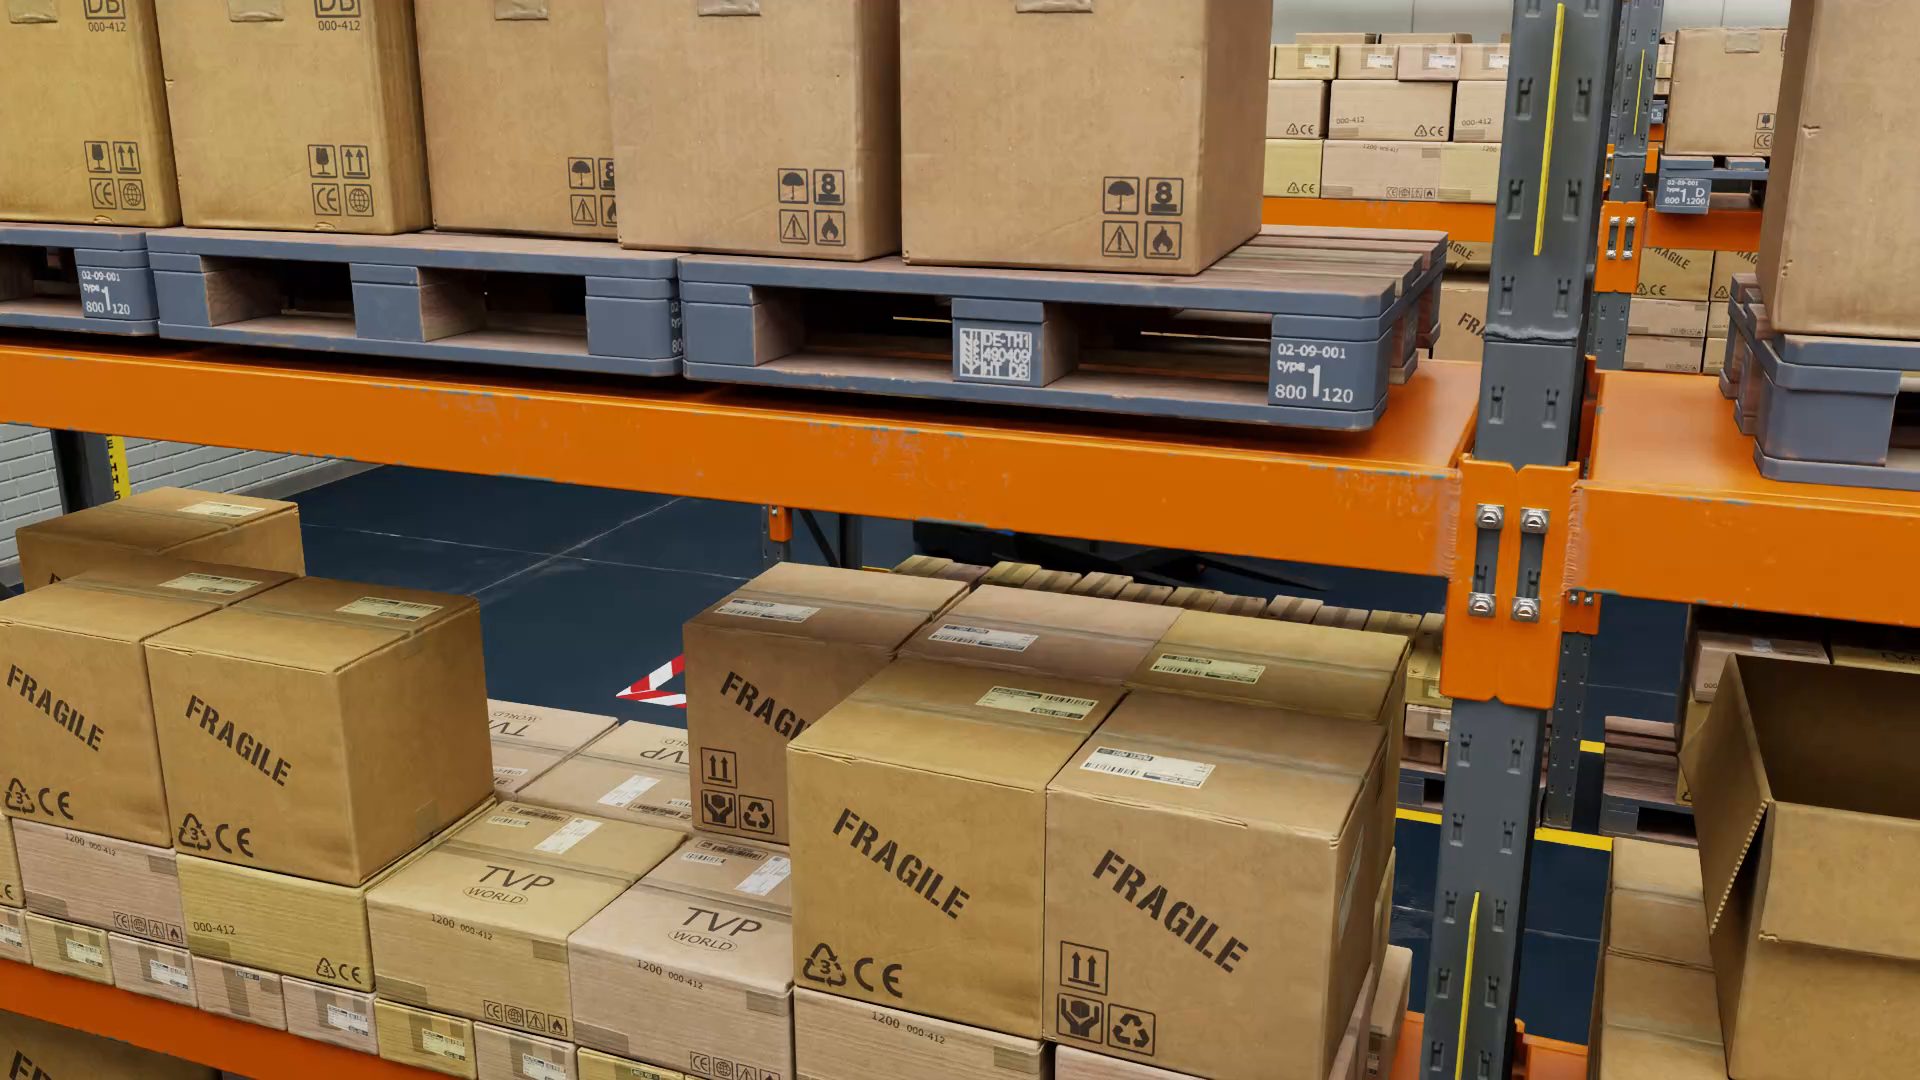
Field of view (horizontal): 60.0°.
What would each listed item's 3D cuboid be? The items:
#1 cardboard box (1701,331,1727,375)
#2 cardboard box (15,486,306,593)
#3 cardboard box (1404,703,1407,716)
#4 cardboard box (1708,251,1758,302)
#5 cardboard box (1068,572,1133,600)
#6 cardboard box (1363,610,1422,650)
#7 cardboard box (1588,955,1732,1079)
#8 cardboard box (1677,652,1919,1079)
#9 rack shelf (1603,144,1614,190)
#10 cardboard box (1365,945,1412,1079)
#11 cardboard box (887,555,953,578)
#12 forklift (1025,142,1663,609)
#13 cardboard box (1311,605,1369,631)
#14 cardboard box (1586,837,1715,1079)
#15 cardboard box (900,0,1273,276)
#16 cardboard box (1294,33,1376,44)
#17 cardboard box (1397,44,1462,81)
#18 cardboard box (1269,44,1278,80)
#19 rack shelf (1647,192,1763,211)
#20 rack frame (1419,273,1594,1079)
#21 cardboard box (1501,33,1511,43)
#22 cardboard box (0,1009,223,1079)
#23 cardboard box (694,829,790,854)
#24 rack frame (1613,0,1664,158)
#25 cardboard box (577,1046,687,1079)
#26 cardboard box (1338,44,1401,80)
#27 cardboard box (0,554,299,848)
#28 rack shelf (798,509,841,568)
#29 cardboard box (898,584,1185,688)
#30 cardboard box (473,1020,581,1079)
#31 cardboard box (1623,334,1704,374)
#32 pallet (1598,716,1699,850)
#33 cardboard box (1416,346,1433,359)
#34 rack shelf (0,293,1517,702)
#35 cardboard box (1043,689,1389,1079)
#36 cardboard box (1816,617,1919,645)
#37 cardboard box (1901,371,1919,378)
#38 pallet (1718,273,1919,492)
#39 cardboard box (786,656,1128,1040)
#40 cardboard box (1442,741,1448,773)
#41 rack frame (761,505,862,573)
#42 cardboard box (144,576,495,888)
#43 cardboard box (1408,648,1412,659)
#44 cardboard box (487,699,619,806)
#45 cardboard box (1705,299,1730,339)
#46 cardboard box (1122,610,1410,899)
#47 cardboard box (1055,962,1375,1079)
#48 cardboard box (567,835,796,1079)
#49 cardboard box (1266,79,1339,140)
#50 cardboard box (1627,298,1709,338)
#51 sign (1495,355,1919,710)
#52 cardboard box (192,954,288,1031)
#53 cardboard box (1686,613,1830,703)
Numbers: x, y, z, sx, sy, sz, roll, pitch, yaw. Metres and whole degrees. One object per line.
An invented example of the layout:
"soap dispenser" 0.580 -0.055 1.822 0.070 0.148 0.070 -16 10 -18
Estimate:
"cardboard box" 5.428 -1.301 11.544 0.500 0.250 0.500 6 17 19
"cardboard box" -2.174 0.173 4.589 0.500 0.500 0.500 7 17 21
"cardboard box" 1.990 0.783 7.924 0.250 0.149 0.380 6 17 19
"cardboard box" 5.421 -1.903 11.375 0.500 0.500 0.500 6 17 20
"cardboard box" 0.764 0.306 9.032 0.250 0.149 0.380 7 18 23
"cardboard box" 2.179 0.491 8.395 0.269 0.149 0.392 7 18 23
"cardboard box" 1.334 1.095 2.842 0.500 0.500 0.500 6 17 21
"cardboard box" 1.595 0.565 2.870 0.637 0.503 0.797 6 17 19
"rack shelf" 2.773 -2.839 12.482 4.000 0.370 1.077 6 17 21
"cardboard box" 0.844 1.035 3.678 0.250 0.149 0.380 6 17 21
"cardboard box" -0.224 0.216 9.342 0.250 0.149 0.380 6 17 21
"forklift" 3.587 -2.758 12.333 7.407 5.209 9.711 -15 22 -41
"cardboard box" 1.928 0.470 8.466 0.250 0.149 0.380 6 17 19
"cardboard box" 1.533 0.960 3.307 0.500 0.500 0.500 6 17 21
"cardboard box" 0.247 -0.772 2.959 0.500 0.500 0.700 5 17 17
"cardboard box" 2.733 -3.441 12.155 0.500 0.500 0.500 7 17 22
"cardboard box" 2.028 -2.045 7.113 0.250 0.149 0.380 6 17 21
"cardboard box" 1.307 -2.132 7.413 0.265 0.149 0.390 7 18 22
"rack shelf" 4.772 -1.264 6.577 3.809 0.052 0.919 6 17 21
"rack frame" 0.997 1.031 3.242 0.127 3.000 1.000 6 17 21
"cardboard box" 4.163 -3.392 11.985 0.500 0.500 0.500 7 17 22
"cardboard box" -2.099 1.485 4.735 0.875 0.875 0.875 6 17 21
"cardboard box" -0.288 0.741 3.978 0.500 0.250 0.500 7 17 22
"rack frame" 2.911 -3.126 6.801 0.127 3.000 1.000 6 17 21
"cardboard box" -0.602 1.074 3.544 0.250 0.149 0.380 6 17 20
"cardboard box" 1.827 -2.102 7.311 0.250 0.149 0.380 7 18 23
"cardboard box" -1.911 0.361 3.939 0.500 0.500 0.500 6 17 19
"rack shelf" -0.811 -0.653 9.044 0.053 2.616 0.949 6 17 21
"cardboard box" 0.190 0.432 3.694 0.500 0.500 0.500 6 17 21
"cardboard box" -0.838 1.048 3.635 0.250 0.149 0.380 7 17 22
"cardboard box" 4.946 -1.354 11.725 0.500 0.250 0.500 6 17 19
"pallet" 3.636 1.174 7.753 1.213 0.211 1.003 6 17 21
"cardboard box" 1.892 -0.945 7.544 0.500 0.500 0.500 6 17 19
"rack shelf" -0.863 -0.269 3.628 4.000 0.370 1.077 6 17 21
"cardboard box" 0.472 0.623 3.040 0.500 0.500 0.500 7 18 22
"cardboard box" 4.170 0.460 7.593 0.500 0.250 0.500 7 18 23
"cardboard box" 6.361 -1.191 11.165 0.500 0.250 0.500 6 17 20
"pallet" 1.868 -0.236 2.571 1.217 0.209 0.805 6 17 18
"cardboard box" 0.007 0.570 3.220 0.500 0.500 0.500 6 17 21
"cardboard box" 2.422 0.971 7.810 0.250 0.149 0.380 7 17 21
"rack frame" -0.810 -0.654 9.046 0.127 3.000 1.000 6 17 21
"cardboard box" -1.427 0.413 3.762 0.500 0.500 0.500 6 17 19
"cardboard box" 1.998 0.628 7.922 0.250 0.149 0.380 6 17 20
"cardboard box" -1.230 0.636 4.338 0.500 0.250 0.500 6 17 19
"cardboard box" 5.435 -1.543 11.480 0.500 0.250 0.500 7 17 21
"cardboard box" 0.646 0.485 3.514 0.500 0.500 0.500 6 17 21
"cardboard box" 0.490 0.983 3.142 0.500 0.250 0.500 6 17 20
"cardboard box" -0.467 0.879 3.502 0.500 0.250 0.500 7 17 22
"cardboard box" 1.422 -1.943 7.479 0.500 0.250 0.500 7 18 23
"cardboard box" 4.939 -1.589 11.639 0.500 0.250 0.500 6 17 19
"sign" 5.397 -1.940 8.319 4.000 0.966 14.919 6 17 21
"cardboard box" -1.558 0.969 3.906 0.250 0.149 0.380 6 17 20
"cardboard box" 3.502 0.538 7.326 0.500 0.250 0.500 5 17 18
